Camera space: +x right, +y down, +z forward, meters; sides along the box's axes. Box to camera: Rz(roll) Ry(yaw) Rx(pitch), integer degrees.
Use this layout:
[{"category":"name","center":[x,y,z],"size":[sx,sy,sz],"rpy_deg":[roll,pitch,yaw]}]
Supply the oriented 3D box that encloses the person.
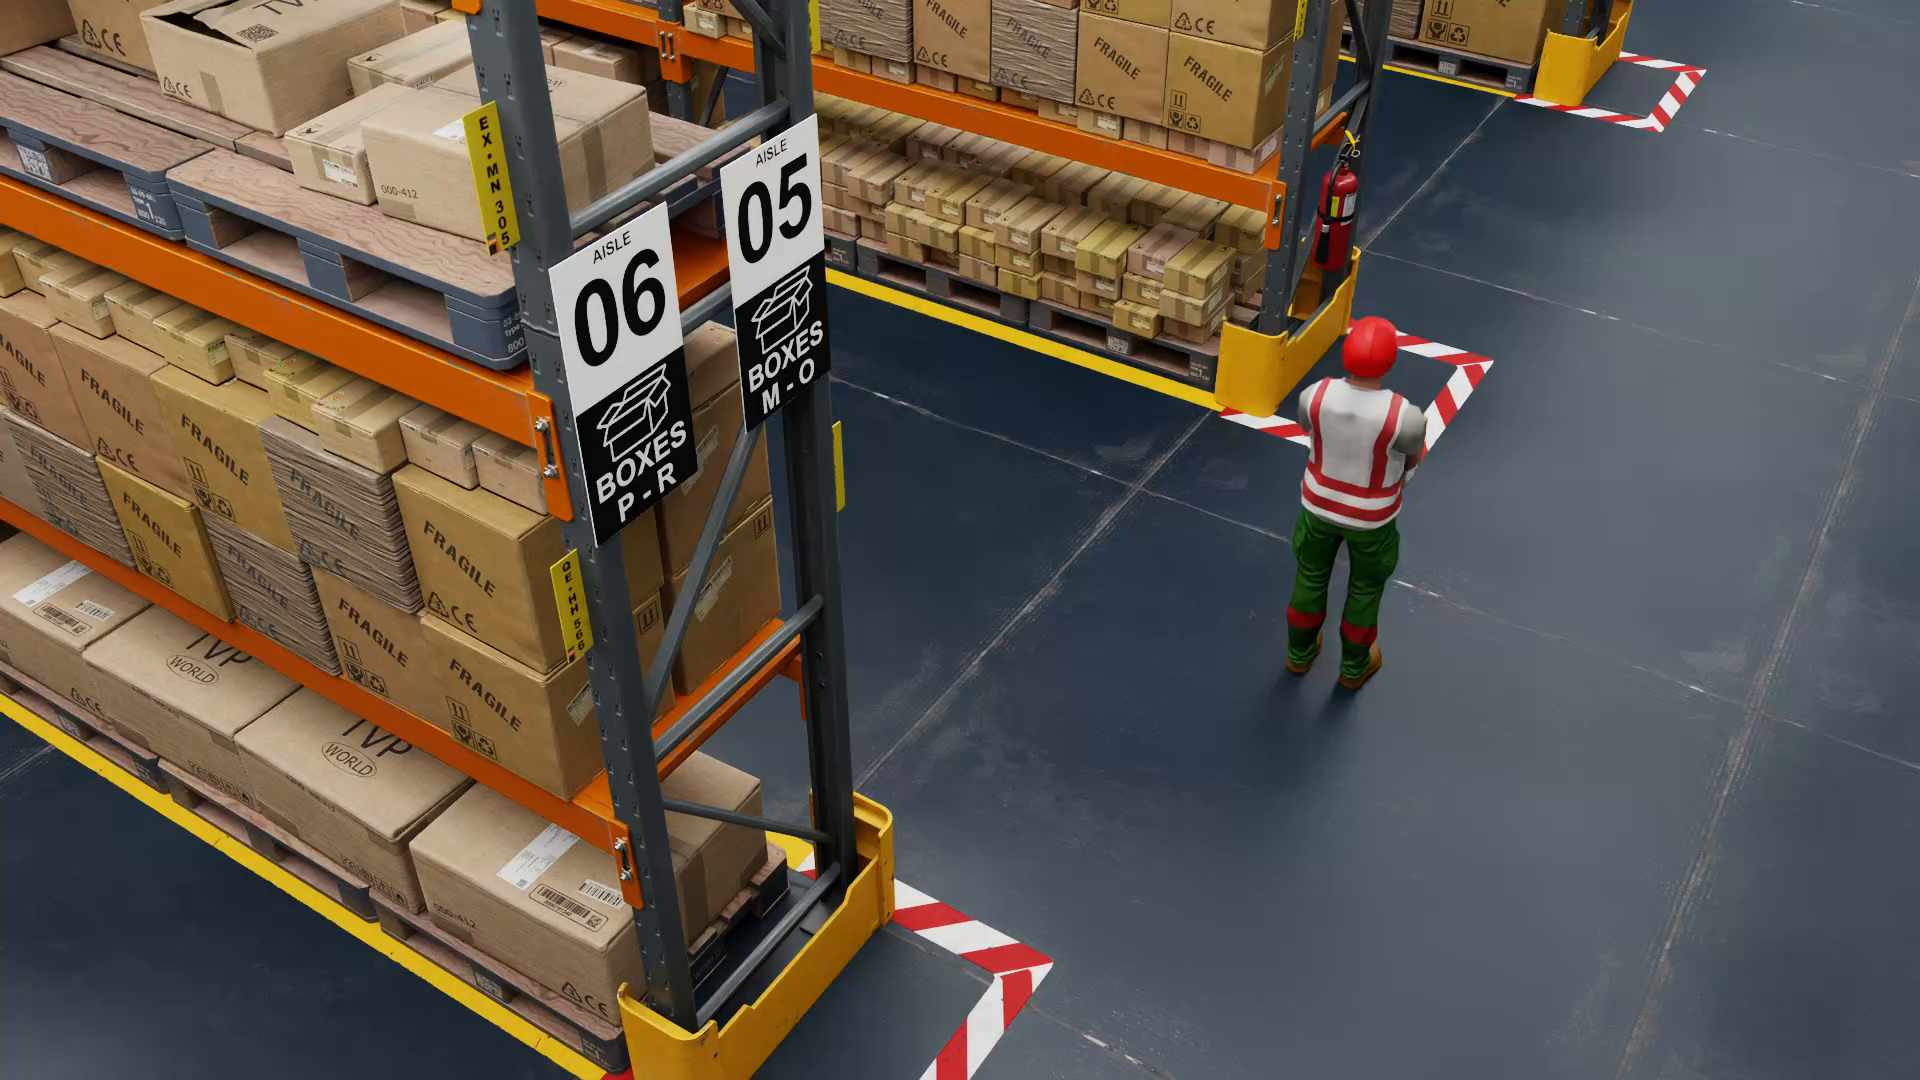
[{"category":"person","center":[1.635,-0.192,6.905],"size":[0.506,1.792,0.556],"rpy_deg":[18,42,22]}]
